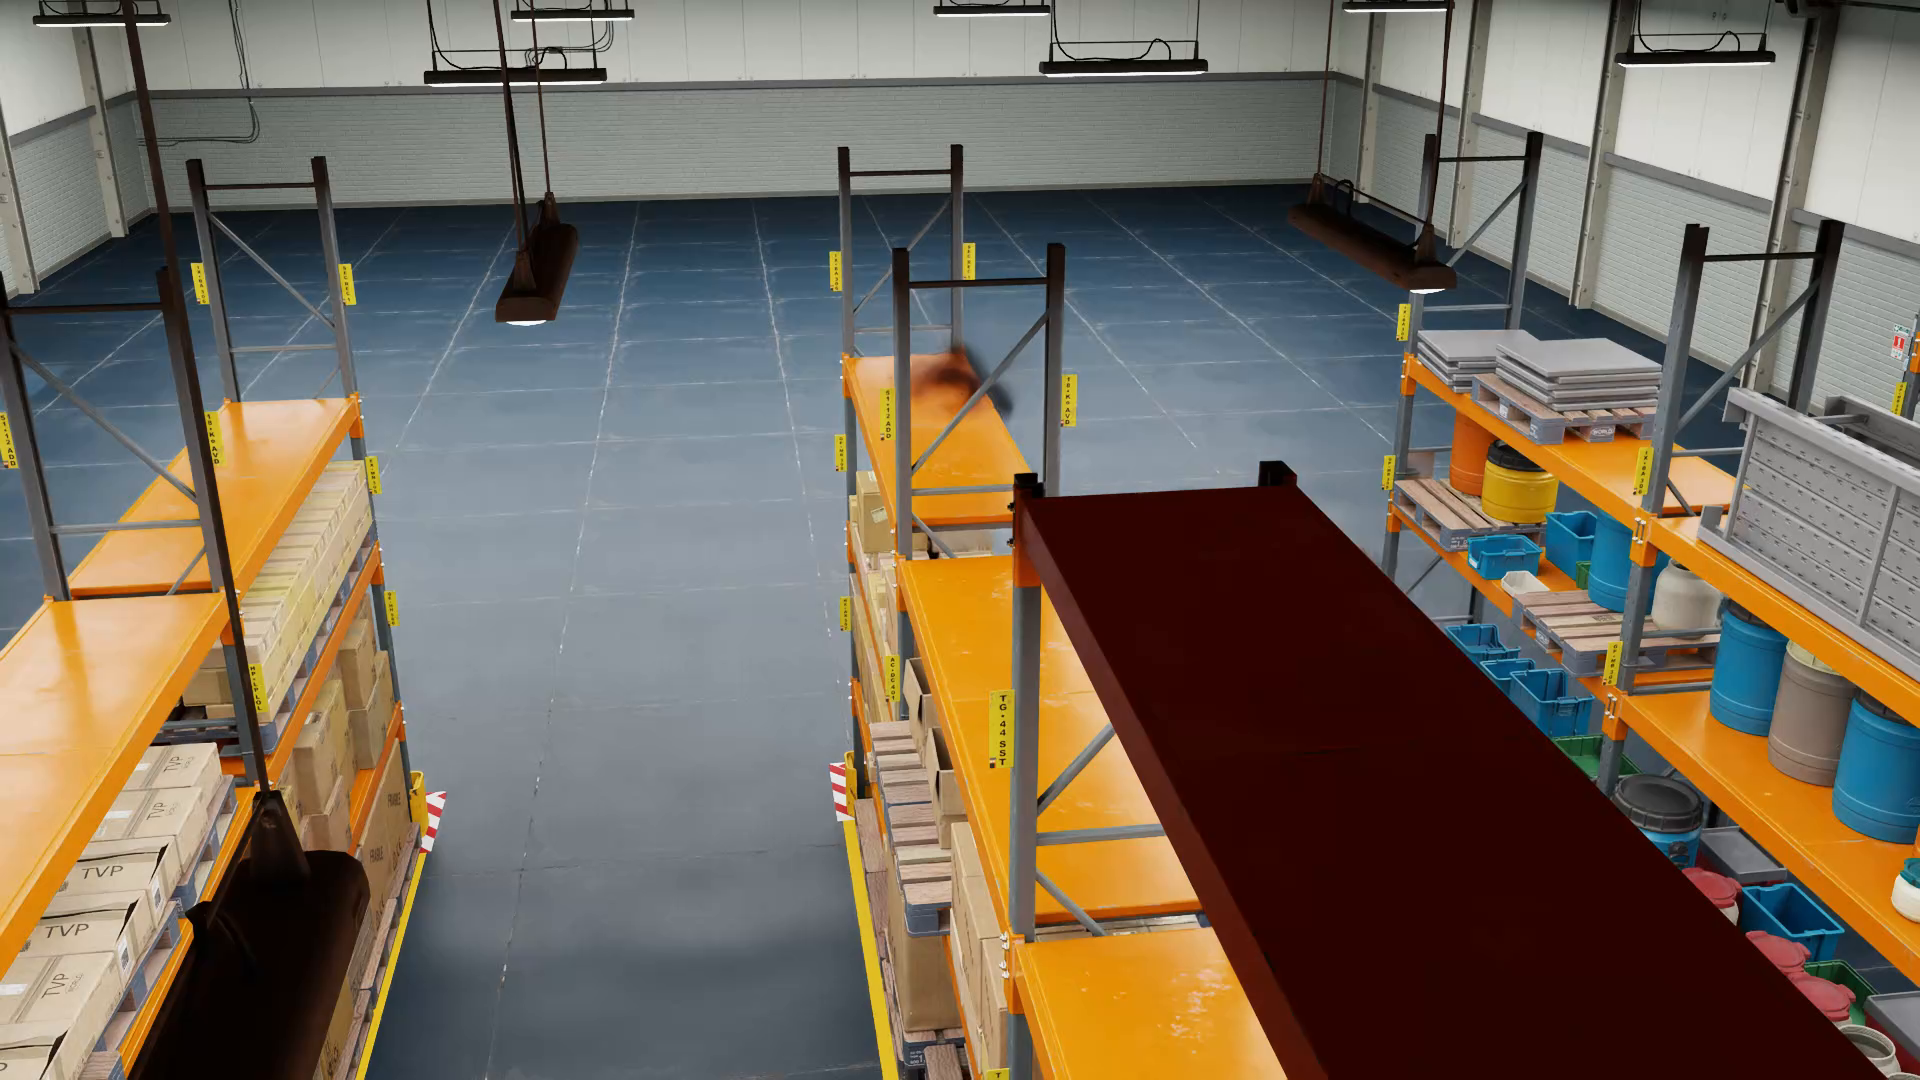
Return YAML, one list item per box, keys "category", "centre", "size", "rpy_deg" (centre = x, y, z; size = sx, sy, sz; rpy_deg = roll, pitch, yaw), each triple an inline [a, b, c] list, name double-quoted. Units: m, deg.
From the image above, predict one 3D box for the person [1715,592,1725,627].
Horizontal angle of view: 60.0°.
- category: "person"
  centre: [8.239, 0.442, 18.313]
  size: [0.577, 1.631, 0.587]
  rpy_deg: [6, 22, 15]
